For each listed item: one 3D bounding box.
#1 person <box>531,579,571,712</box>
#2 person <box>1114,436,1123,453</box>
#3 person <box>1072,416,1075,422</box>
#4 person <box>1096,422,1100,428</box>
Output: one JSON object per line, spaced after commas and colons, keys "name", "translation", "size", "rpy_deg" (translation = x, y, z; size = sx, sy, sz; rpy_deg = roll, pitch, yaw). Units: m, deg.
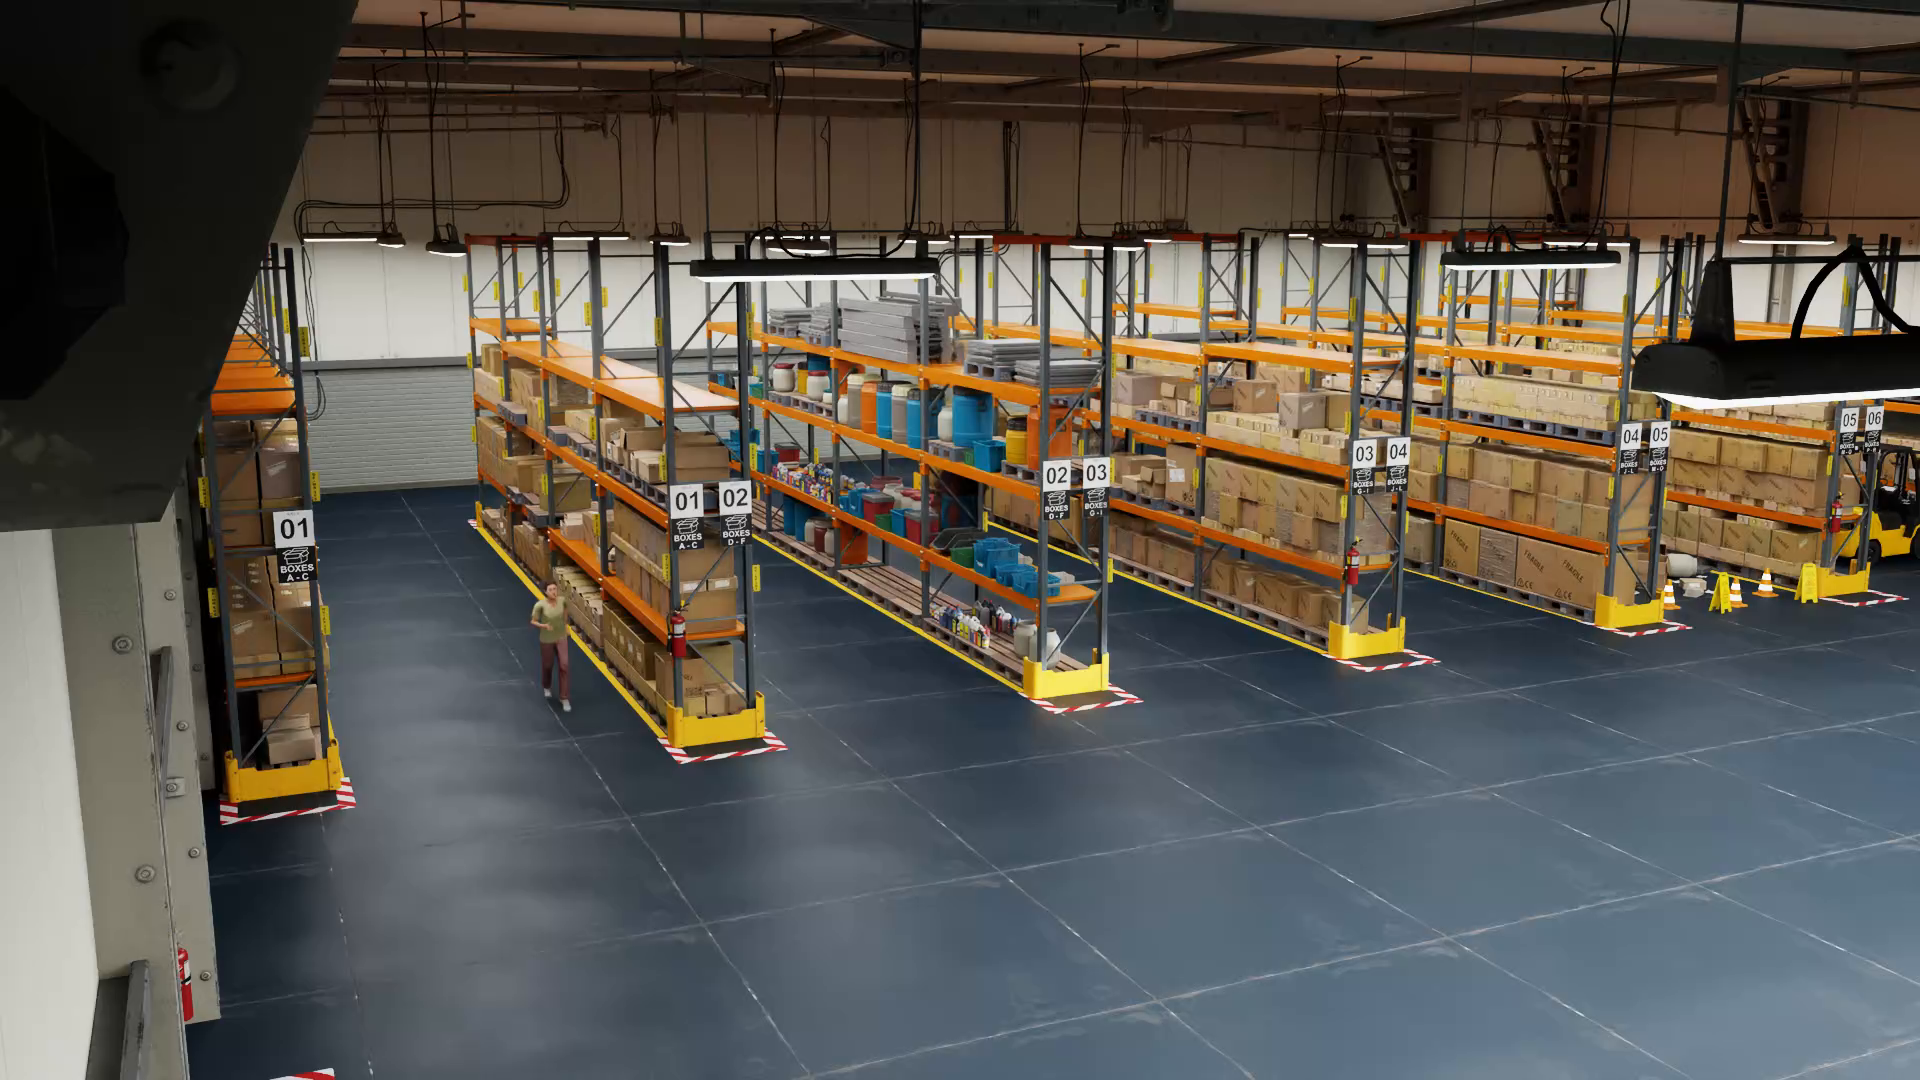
{"name": "person", "translation": [-5.356, 1.336, 21.815], "size": [0.529, 1.696, 0.887], "rpy_deg": [-4, 12, -22]}
{"name": "person", "translation": [4.027, -2.706, 42.743], "size": [0.667, 1.679, 0.581], "rpy_deg": [10, 14, 40]}
{"name": "person", "translation": [2.594, -2.232, 40.165], "size": [0.740, 1.696, 0.582], "rpy_deg": [0, 11, -2]}
{"name": "person", "translation": [3.559, -2.496, 41.777], "size": [0.762, 1.682, 0.617], "rpy_deg": [0, 11, 2]}
